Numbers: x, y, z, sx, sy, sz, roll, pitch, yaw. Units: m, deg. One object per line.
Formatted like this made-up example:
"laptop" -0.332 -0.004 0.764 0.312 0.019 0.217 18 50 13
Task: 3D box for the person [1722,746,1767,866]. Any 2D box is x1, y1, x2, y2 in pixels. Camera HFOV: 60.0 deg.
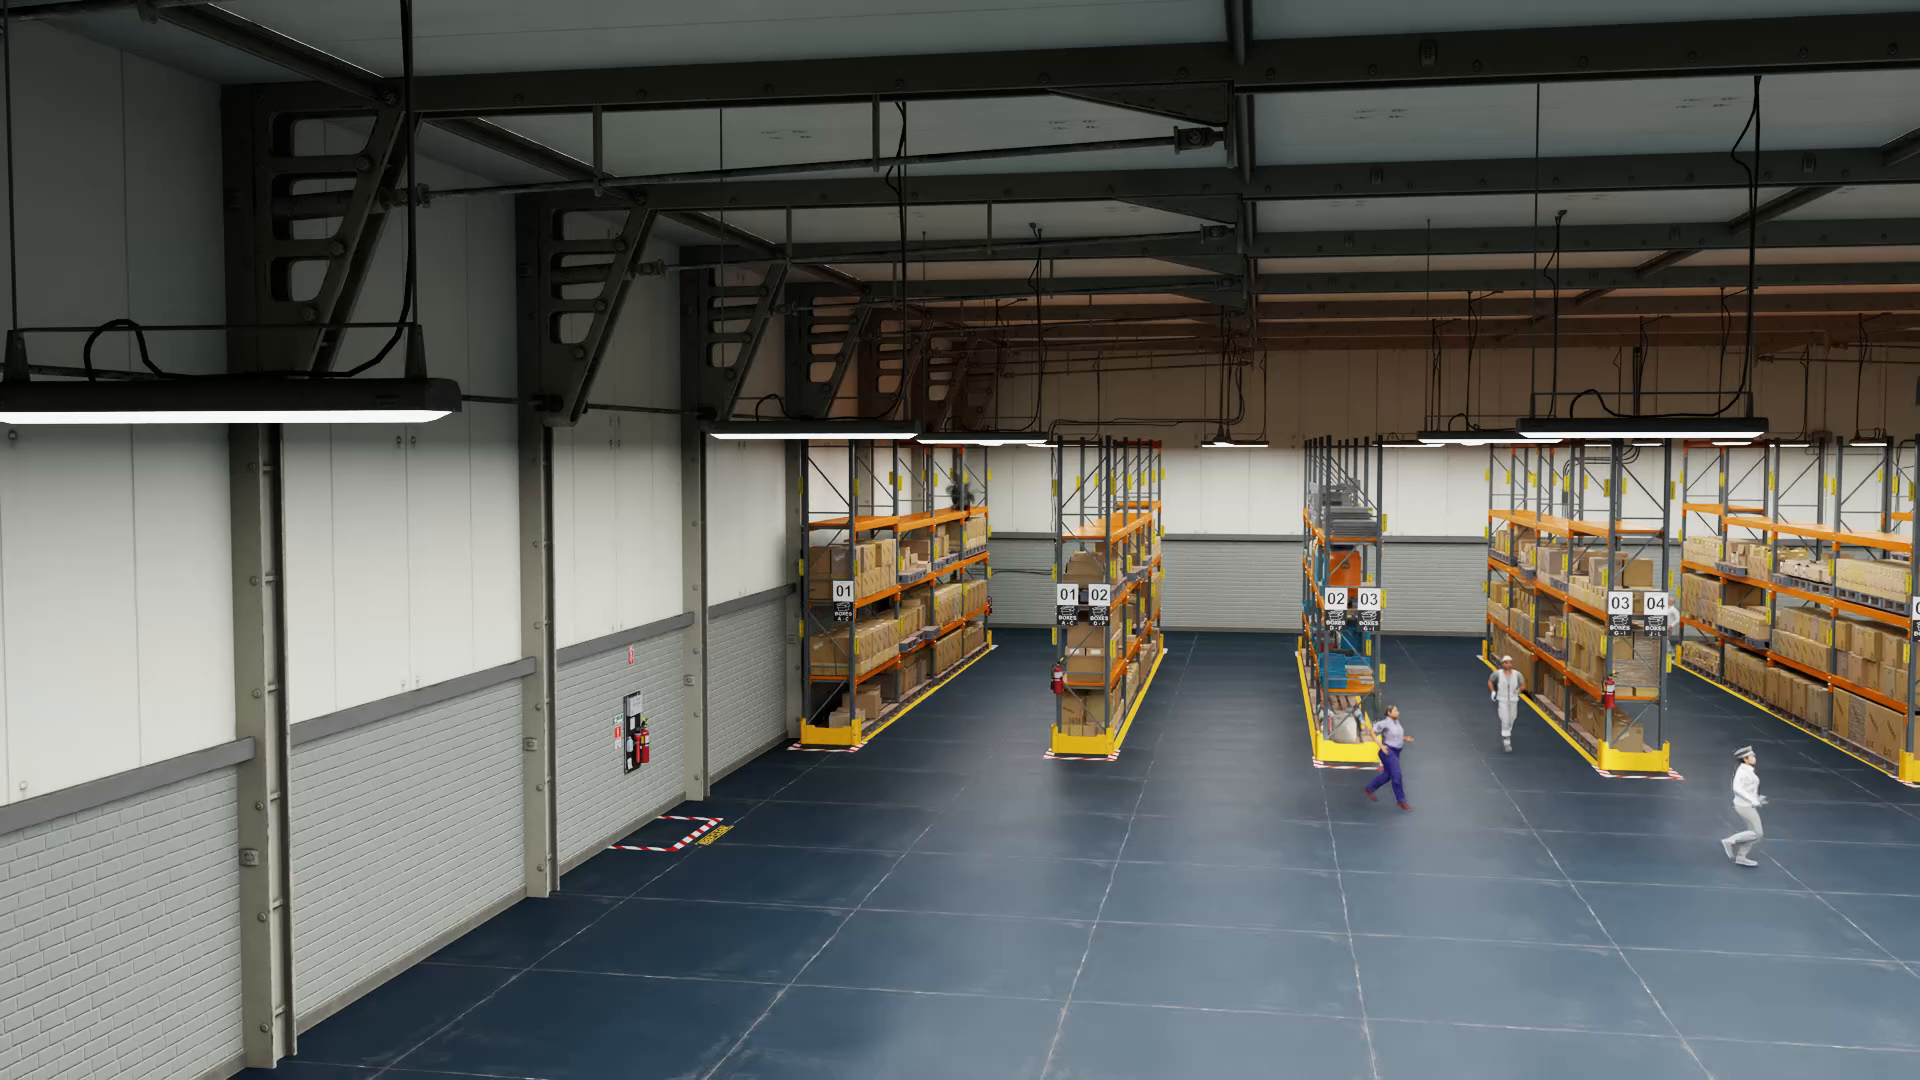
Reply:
"person" 10.817 3.653 22.914 0.542 1.644 0.595 2 3 28

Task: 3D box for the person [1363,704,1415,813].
"person" 6.866 3.456 26.577 0.901 1.676 0.600 2 4 35

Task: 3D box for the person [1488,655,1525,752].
"person" 10.458 3.091 31.754 0.645 1.781 0.951 0 3 6

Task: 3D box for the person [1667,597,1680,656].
"person" 19.485 2.515 45.878 0.694 1.518 0.801 1 3 20
